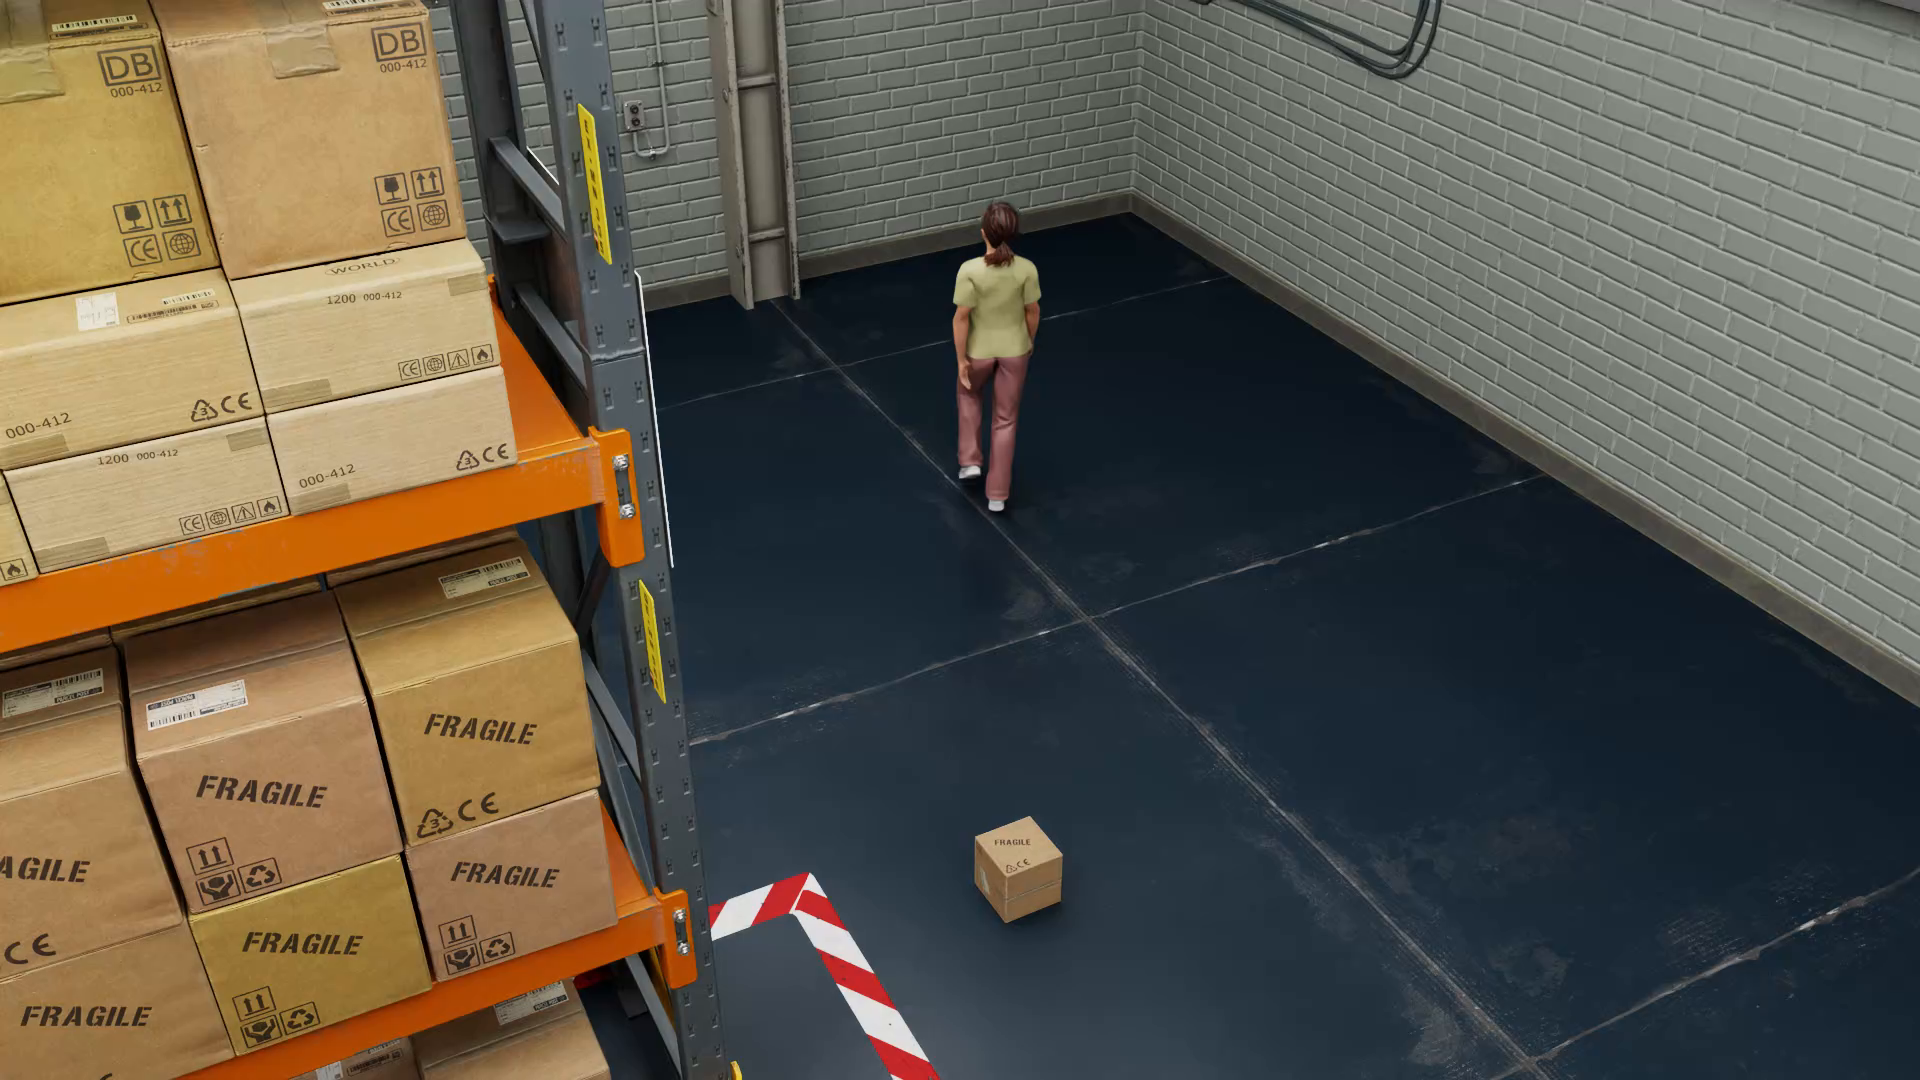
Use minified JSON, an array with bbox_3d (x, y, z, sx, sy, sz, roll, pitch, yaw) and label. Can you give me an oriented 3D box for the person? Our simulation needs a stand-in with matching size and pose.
[{"bbox_3d":[0.188,-0.946,8.611,0.444,1.722,0.535,0,33,1],"label":"person"}]
